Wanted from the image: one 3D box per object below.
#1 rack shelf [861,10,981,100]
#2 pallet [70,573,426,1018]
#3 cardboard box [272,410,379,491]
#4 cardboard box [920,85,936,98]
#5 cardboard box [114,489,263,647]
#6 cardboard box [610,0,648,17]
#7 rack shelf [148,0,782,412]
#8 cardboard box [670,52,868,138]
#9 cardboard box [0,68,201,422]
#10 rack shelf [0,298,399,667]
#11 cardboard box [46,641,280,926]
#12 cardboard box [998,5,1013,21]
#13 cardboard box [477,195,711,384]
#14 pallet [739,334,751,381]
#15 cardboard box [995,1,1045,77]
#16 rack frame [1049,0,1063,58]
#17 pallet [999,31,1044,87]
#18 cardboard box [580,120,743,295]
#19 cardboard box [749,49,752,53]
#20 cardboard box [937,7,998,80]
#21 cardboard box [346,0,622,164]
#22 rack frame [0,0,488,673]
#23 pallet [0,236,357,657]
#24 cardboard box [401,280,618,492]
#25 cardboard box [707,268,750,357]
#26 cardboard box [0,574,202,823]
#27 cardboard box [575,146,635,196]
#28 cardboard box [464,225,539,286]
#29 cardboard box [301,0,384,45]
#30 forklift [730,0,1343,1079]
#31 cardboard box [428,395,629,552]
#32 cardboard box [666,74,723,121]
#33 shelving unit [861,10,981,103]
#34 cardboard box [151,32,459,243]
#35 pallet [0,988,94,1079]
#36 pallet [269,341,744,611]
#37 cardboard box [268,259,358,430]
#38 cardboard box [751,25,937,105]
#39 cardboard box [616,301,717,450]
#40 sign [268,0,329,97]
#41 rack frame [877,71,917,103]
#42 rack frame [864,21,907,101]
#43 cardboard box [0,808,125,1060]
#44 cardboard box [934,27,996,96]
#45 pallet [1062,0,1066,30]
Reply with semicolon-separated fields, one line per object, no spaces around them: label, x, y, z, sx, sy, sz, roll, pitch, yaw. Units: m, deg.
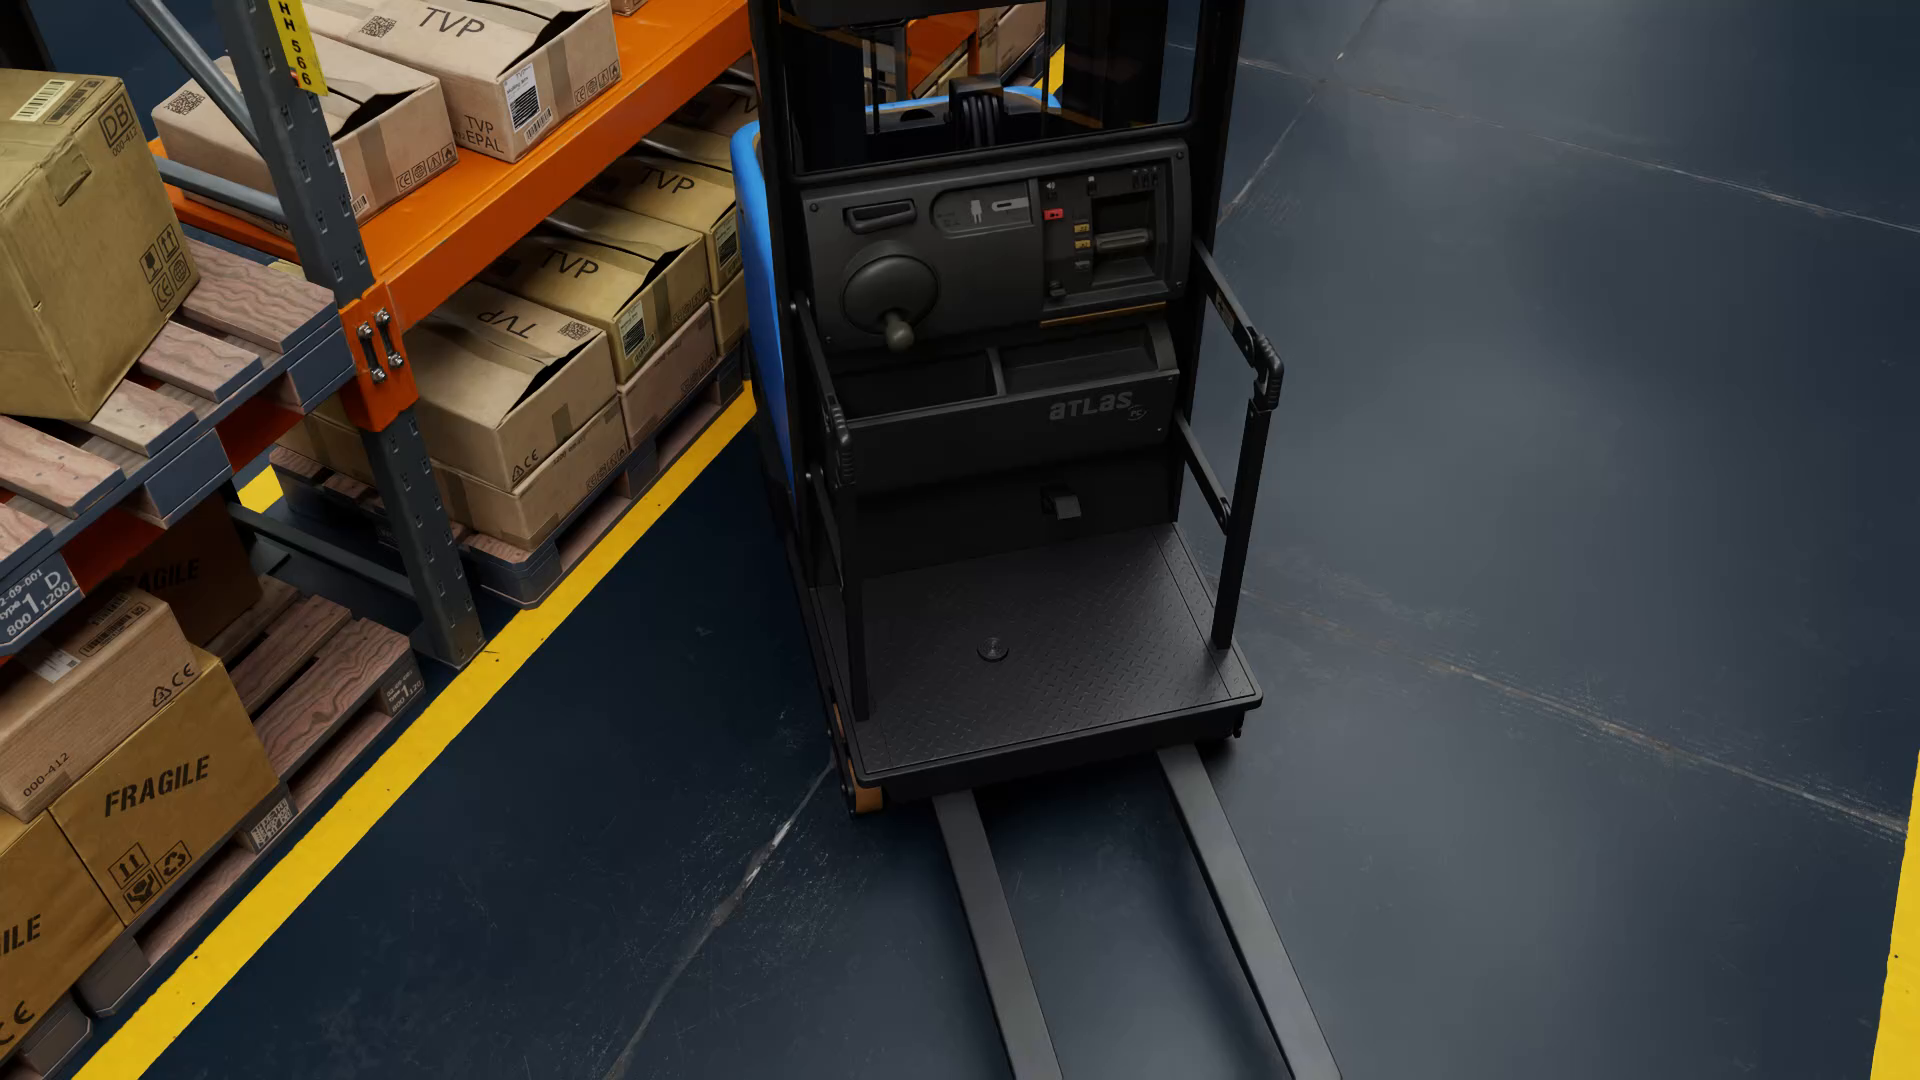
rack shelf;-0.231;-1.588;5.355;0.431;0.518;0.480;20;48;19
pallet;-2.255;0.568;4.540;1.003;0.211;1.213;20;49;19
cardboard box;-1.847;-0.463;5.237;0.500;0.250;0.500;22;49;20
cardboard box;-0.427;-1.574;6.334;0.500;0.250;0.500;21;49;20
cardboard box;-2.339;0.046;4.544;0.500;0.500;0.500;22;49;21
cardboard box;-1.110;-1.968;5.016;0.500;0.500;0.500;18;48;17
rack shelf;-0.946;-1.877;5.502;1.077;0.370;4.000;20;49;19
cardboard box;-0.658;-1.460;5.827;0.500;0.311;0.500;20;49;19
cardboard box;-2.067;-0.619;3.387;0.700;0.500;0.500;6;46;6
rack shelf;-2.803;0.643;3.012;1.077;0.370;4.000;20;49;19
cardboard box;-2.101;0.520;4.075;0.500;0.500;0.500;22;49;21
cardboard box;0.048;-2.419;6.775;0.500;0.311;0.500;20;49;19
cardboard box;-1.135;-0.815;5.190;0.500;0.311;0.500;19;48;18
pallet;-0.891;-1.162;6.250;1.003;0.211;1.213;20;49;19
cardboard box;0.046;-2.214;6.967;0.500;0.250;0.500;20;49;19
rack frame;-0.018;-3.390;6.492;1.000;3.000;0.127;20;49;19
pallet;-0.325;-1.933;7.012;1.003;0.211;1.213;20;49;19
cardboard box;-0.896;-1.136;5.507;0.500;0.311;0.500;19;48;18
cardboard box;-0.907;-1.950;6.312;0.500;0.311;0.500;19;48;18
cardboard box;-0.188;-2.089;6.449;0.500;0.311;0.500;22;49;20
cardboard box;-1.288;-1.338;4.527;0.500;0.311;0.500;20;49;19
rack frame;-1.875;-0.870;4.001;1.000;3.000;0.127;20;49;19
pallet;-2.127;-0.353;3.624;1.213;0.211;1.003;20;49;19
cardboard box;-1.372;-0.481;4.861;0.500;0.311;0.500;22;49;20
cardboard box;-0.903;-0.931;5.699;0.500;0.250;0.500;19;48;18
cardboard box;-2.124;0.294;3.772;0.500;0.250;0.500;22;49;21
cardboard box;-1.378;-1.306;5.676;0.500;0.311;0.500;20;49;19
cardboard box;-1.614;-0.989;5.363;0.500;0.311;0.500;20;49;18
cardboard box;-1.702;-1.440;4.741;0.380;0.149;0.250;20;49;19
forklift;0.155;-0.598;3.781;1.130;2.935;3.031;-10;46;-10
cardboard box;-1.372;-0.284;5.060;0.500;0.250;0.500;20;49;19
cardboard box;-1.143;-1.621;5.987;0.500;0.311;0.500;22;49;20
shelving unit;-0.231;-1.597;5.346;0.431;2.100;0.503;20;48;19
cardboard box;-1.667;-1.054;4.245;0.500;0.311;0.500;23;50;21
pallet;-2.822;1.333;3.784;1.003;0.211;1.213;20;49;19
pallet;-1.458;-0.396;5.493;1.003;0.211;1.213;20;49;19
cardboard box;-1.850;-0.660;5.037;0.500;0.311;0.500;22;49;20
cardboard box;-0.422;-1.775;6.139;0.500;0.311;0.500;20;49;19
cardboard box;-1.139;-0.601;5.373;0.500;0.250;0.500;19;48;18
sign;-1.390;-1.076;3.446;0.100;0.325;0.005;20;49;19
rack frame;-0.119;-1.751;5.499;0.400;2.100;0.015;20;48;19
rack frame;-0.343;-1.444;5.192;0.400;2.100;0.015;20;48;19
cardboard box;-2.342;0.846;3.753;0.500;0.500;0.500;19;48;18
cardboard box;-0.190;-1.896;6.653;0.500;0.250;0.500;20;49;18
pallet;0.388;-2.897;7.965;1.003;0.211;1.213;20;49;19
